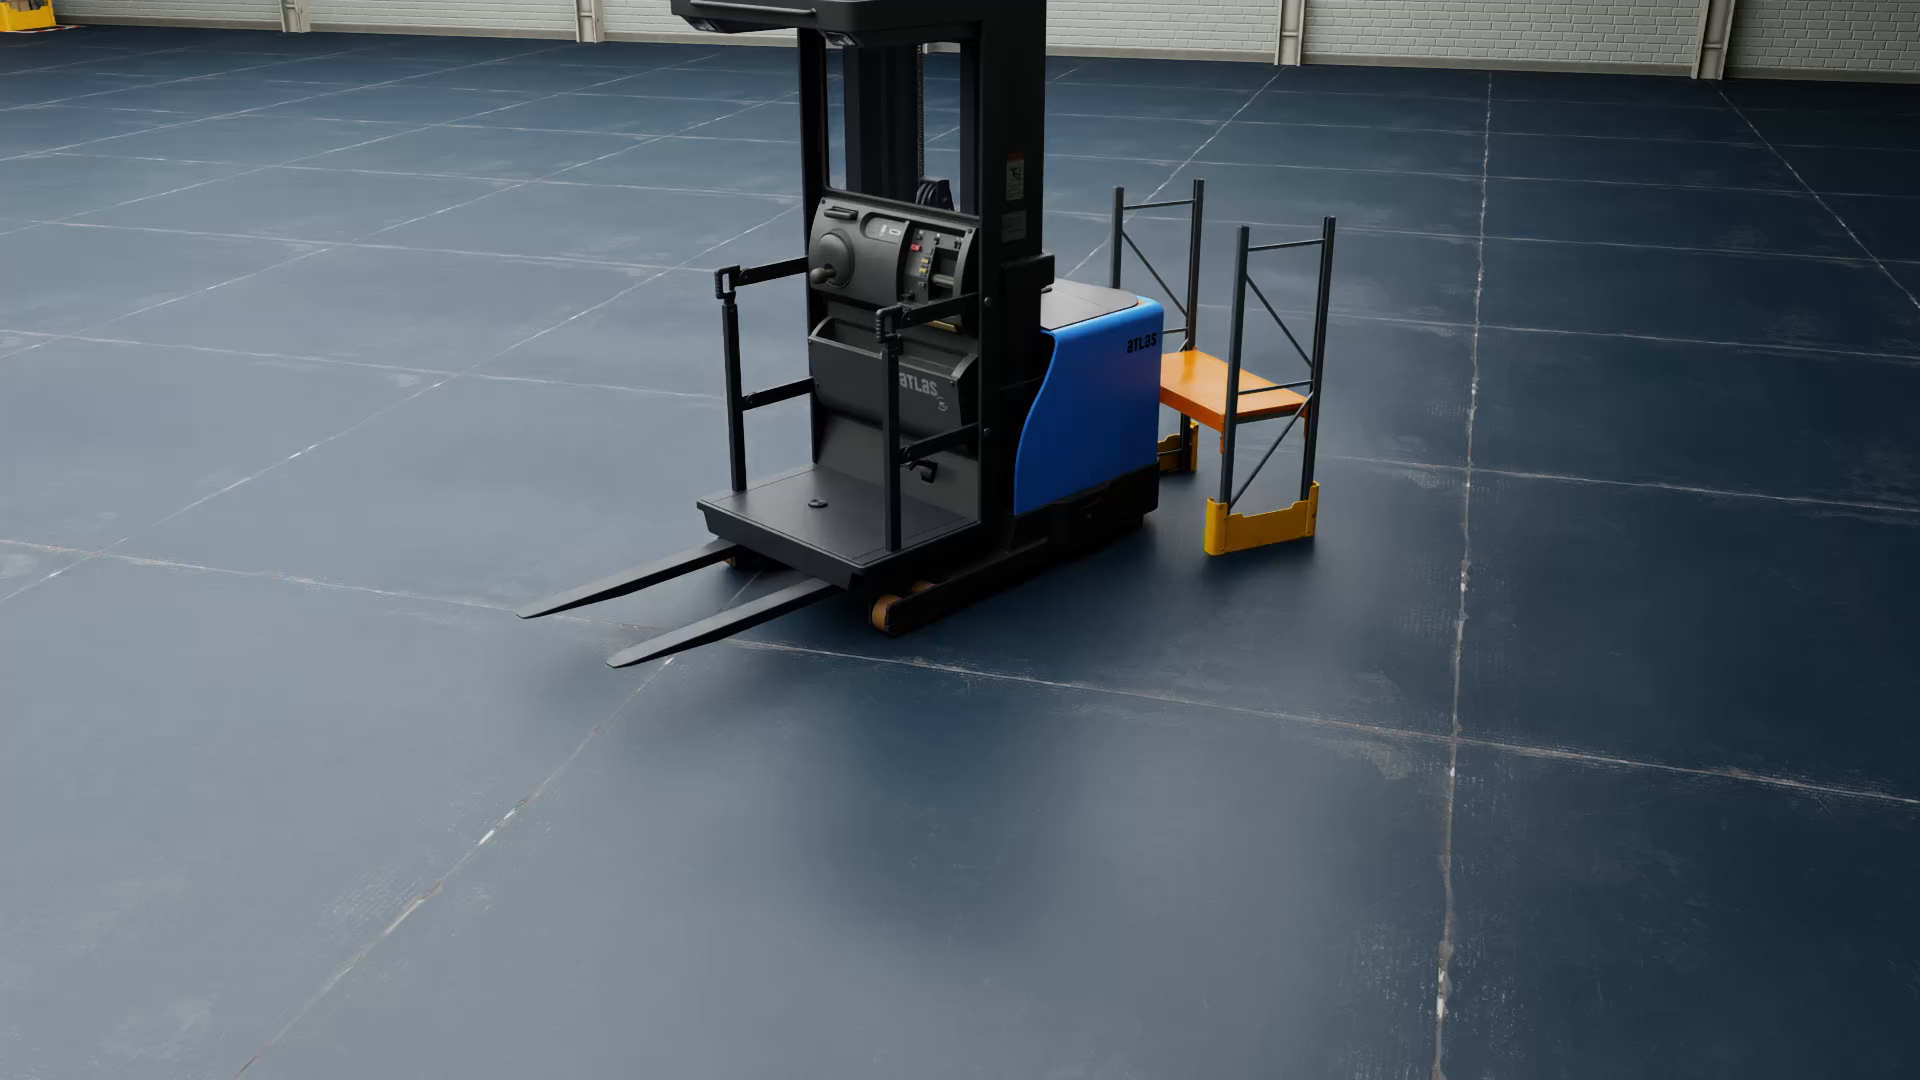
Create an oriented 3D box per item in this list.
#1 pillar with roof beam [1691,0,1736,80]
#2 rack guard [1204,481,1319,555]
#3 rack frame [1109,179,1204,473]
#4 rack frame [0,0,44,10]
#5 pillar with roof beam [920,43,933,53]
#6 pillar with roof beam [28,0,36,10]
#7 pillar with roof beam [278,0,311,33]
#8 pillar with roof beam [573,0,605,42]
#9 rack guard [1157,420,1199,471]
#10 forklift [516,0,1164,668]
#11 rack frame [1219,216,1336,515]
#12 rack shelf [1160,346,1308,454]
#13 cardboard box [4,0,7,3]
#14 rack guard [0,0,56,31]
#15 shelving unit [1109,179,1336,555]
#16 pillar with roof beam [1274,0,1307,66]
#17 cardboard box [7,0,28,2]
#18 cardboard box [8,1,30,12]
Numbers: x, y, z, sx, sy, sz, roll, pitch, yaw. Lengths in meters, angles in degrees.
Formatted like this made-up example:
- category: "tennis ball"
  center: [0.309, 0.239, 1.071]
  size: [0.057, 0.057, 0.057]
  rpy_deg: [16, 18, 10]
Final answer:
- category: "pillar with roof beam"
  center: [9.574, -9.297, 18.577]
  size: [0.400, 9.000, 9.100]
  rpy_deg: [7, 23, 16]
- category: "rack guard"
  center: [1.398, -0.106, 7.698]
  size: [0.587, 0.250, 0.087]
  rpy_deg: [-11, 25, -24]
- category: "rack frame"
  center: [0.957, -1.024, 8.288]
  size: [0.500, 1.500, 0.032]
  rpy_deg: [-11, 25, -24]
- category: "rack frame"
  center: [-17.497, -10.970, 30.561]
  size: [0.127, 3.000, 1.000]
  rpy_deg: [7, 23, 16]
- category: "pillar with roof beam"
  center: [-1.914, -10.612, 21.784]
  size: [0.400, 9.000, 9.100]
  rpy_deg: [7, 23, 16]
- category: "pillar with roof beam"
  center: [-19.147, -12.585, 26.594]
  size: [0.400, 9.000, 9.100]
  rpy_deg: [7, 23, 16]
- category: "pillar with roof beam"
  center: [-13.403, -11.928, 24.991]
  size: [0.400, 9.000, 9.100]
  rpy_deg: [7, 23, 16]
- category: "pillar with roof beam"
  center: [-7.659, -11.270, 23.387]
  size: [0.400, 9.000, 9.100]
  rpy_deg: [7, 23, 16]
- category: "rack guard"
  center: [0.957, -0.445, 8.524]
  size: [0.587, 0.250, 0.087]
  rpy_deg: [-11, 25, -24]
- category: "forklift"
  center: [-0.439, -1.186, 6.798]
  size: [1.130, 2.935, 3.031]
  rpy_deg: [20, 30, 40]
- category: "rack frame"
  center: [1.408, -0.678, 7.445]
  size: [0.500, 1.500, 0.032]
  rpy_deg: [-11, 25, -24]
- category: "rack shelf"
  center: [1.182, -0.684, 7.935]
  size: [0.538, 0.185, 1.000]
  rpy_deg: [-11, 25, -24]
- category: "cardboard box"
  center: [-18.054, -10.063, 30.762]
  size: [0.500, 0.250, 0.500]
  rpy_deg: [6, 23, 15]
- category: "rack guard"
  center: [-17.474, -9.811, 31.029]
  size: [0.348, 0.500, 1.175]
  rpy_deg: [7, 23, 16]
- category: "shelving unit"
  center: [1.179, -0.854, 7.874]
  size: [0.587, 1.500, 1.083]
  rpy_deg: [-11, 25, -24]
- category: "pillar with roof beam"
  center: [3.830, -9.954, 20.180]
  size: [0.400, 9.000, 9.100]
  rpy_deg: [7, 23, 16]
- category: "cardboard box"
  center: [-17.888, -10.251, 31.218]
  size: [0.500, 0.250, 0.500]
  rpy_deg: [7, 23, 16]
- category: "cardboard box"
  center: [-17.911, -10.017, 31.308]
  size: [0.500, 0.250, 0.500]
  rpy_deg: [7, 23, 16]
